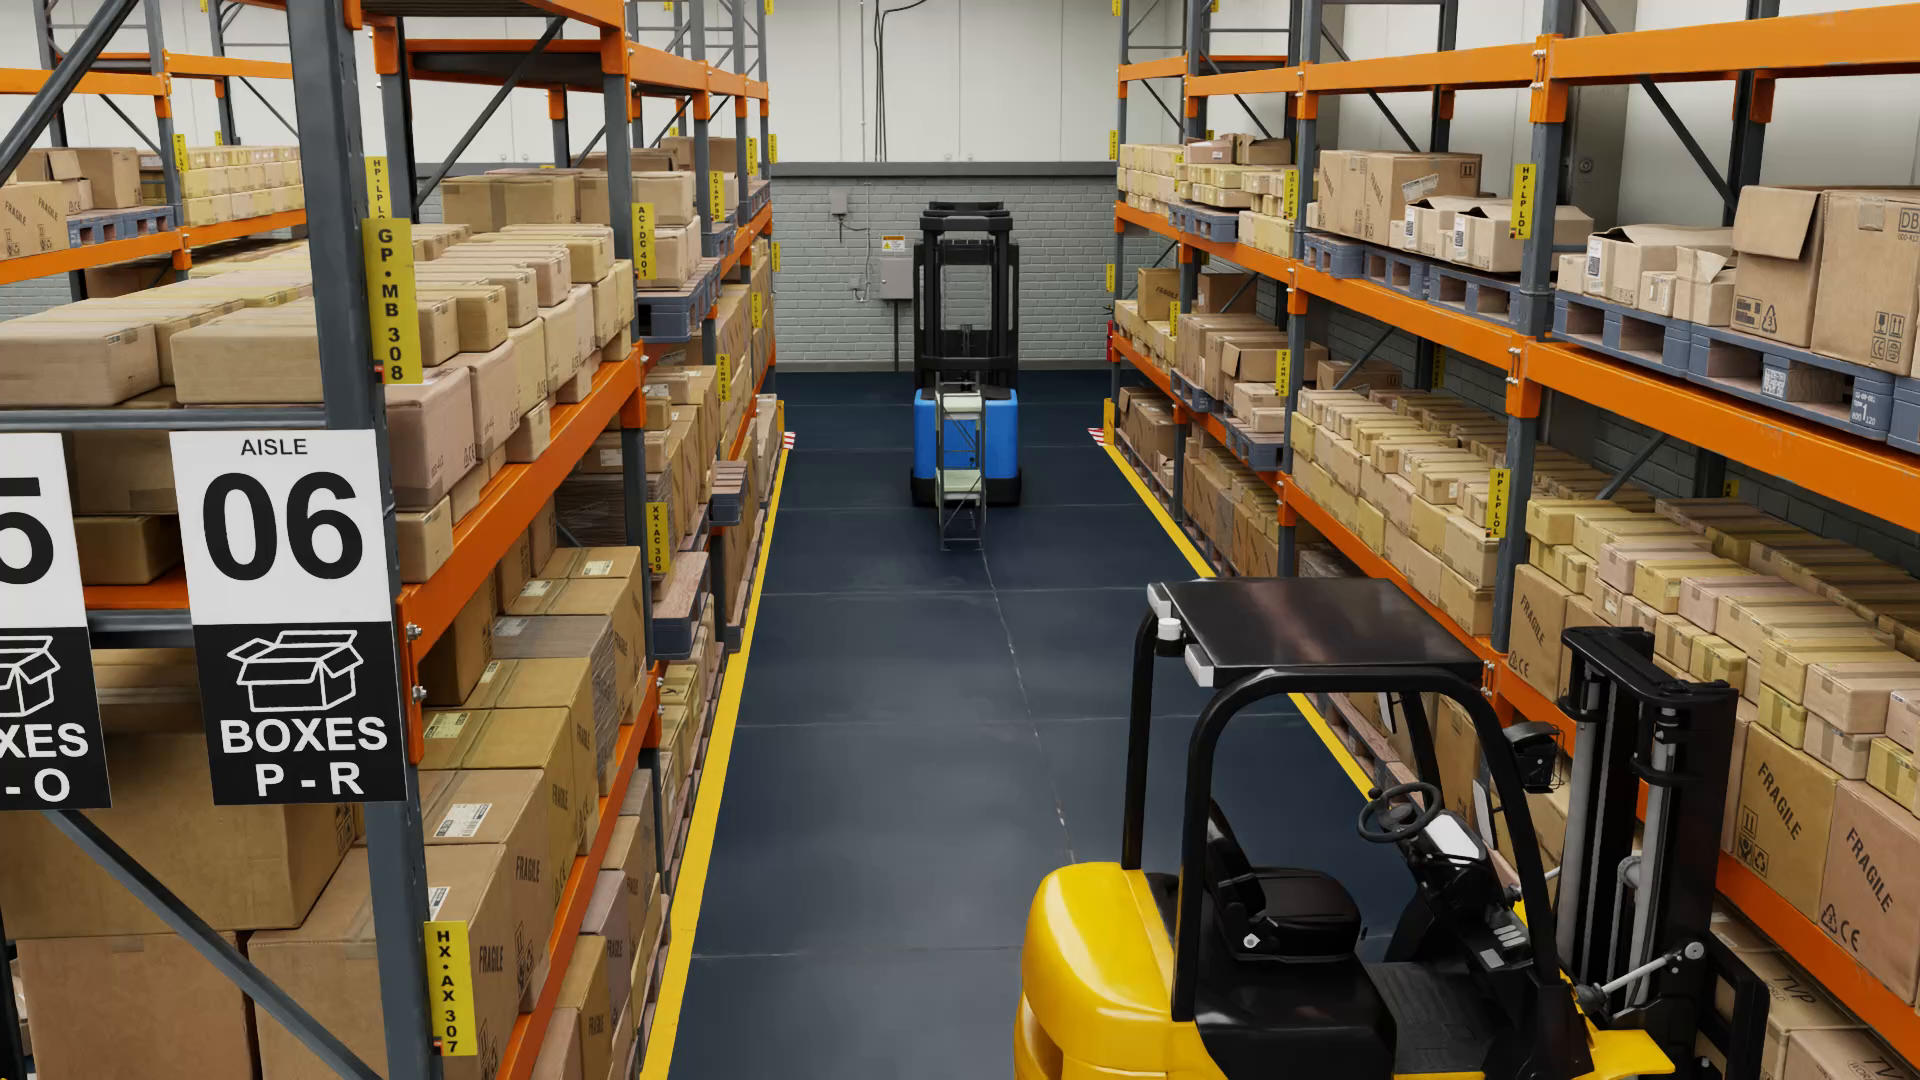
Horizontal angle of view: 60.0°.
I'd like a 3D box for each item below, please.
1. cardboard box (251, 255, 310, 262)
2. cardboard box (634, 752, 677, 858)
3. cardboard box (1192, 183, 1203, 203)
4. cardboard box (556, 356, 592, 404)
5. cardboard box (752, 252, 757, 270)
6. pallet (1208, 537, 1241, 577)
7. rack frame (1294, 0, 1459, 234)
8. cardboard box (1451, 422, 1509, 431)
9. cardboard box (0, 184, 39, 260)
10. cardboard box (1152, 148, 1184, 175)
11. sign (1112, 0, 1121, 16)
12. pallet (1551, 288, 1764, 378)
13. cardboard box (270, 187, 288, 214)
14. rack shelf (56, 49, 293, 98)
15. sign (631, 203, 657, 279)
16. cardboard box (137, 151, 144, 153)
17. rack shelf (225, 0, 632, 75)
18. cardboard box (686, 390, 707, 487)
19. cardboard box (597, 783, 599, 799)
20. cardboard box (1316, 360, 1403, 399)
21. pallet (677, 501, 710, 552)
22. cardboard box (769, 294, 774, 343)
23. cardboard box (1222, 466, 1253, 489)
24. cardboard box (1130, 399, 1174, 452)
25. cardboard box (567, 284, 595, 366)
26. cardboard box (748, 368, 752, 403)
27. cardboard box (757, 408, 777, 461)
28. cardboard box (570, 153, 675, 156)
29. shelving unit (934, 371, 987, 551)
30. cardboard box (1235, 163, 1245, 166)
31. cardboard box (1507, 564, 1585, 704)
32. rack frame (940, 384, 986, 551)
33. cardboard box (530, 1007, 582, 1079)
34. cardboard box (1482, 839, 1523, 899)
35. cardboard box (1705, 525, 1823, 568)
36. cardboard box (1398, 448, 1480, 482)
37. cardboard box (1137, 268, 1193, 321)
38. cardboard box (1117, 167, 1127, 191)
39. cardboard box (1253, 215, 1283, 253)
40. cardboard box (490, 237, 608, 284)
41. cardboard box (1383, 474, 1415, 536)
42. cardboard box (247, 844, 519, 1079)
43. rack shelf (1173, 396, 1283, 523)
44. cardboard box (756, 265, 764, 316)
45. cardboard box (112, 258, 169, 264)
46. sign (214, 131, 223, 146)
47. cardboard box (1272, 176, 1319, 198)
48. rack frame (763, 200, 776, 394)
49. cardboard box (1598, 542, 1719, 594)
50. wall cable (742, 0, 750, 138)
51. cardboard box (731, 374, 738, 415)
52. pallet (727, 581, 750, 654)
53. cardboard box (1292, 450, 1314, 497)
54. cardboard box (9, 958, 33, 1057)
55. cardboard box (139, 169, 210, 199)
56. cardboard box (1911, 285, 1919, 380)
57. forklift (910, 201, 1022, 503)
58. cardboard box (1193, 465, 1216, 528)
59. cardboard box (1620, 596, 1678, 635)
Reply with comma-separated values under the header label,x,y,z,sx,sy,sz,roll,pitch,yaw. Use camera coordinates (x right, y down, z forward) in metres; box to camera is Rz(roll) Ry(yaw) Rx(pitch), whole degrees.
label,x,y,z,sx,sy,sz,roll,pitch,yaw
cardboard box,-2.040,-0.828,5.333,0.380,0.149,0.250,-1,14,-2
cardboard box,-1.947,1.359,8.379,0.950,0.372,0.625,-1,14,-3
cardboard box,2.193,-2.959,14.170,0.380,0.149,0.250,-1,14,-3
cardboard box,-1.539,-0.581,5.972,0.380,0.149,0.250,0,14,-2
cardboard box,-2.200,-2.754,16.426,0.380,0.149,0.250,-1,14,-5
pallet,2.713,0.209,14.012,1.003,0.211,1.213,-1,14,-3
rack frame,2.794,-3.557,11.017,1.000,3.000,0.127,-1,14,-3
cardboard box,3.221,-0.621,10.142,0.380,0.149,0.250,-1,14,-4
cardboard box,-6.902,-2.244,11.733,0.500,0.500,0.500,-1,14,-3
cardboard box,2.211,-3.787,16.630,0.500,0.250,0.500,-1,14,-2
sign,1.757,-6.029,18.591,0.100,0.325,0.005,-1,14,-3
pallet,3.120,-0.855,6.713,1.003,0.211,1.213,-1,14,-3
cardboard box,-7.241,-3.483,17.049,0.500,0.250,0.500,0,14,-1
rack shelf,-7.466,-4.521,16.211,1.077,0.370,4.000,-1,14,-3
sign,-1.371,-1.293,7.199,0.100,0.325,0.005,-1,14,-3
cardboard box,-7.718,-3.482,15.242,0.380,0.149,0.250,-1,14,-4
rack shelf,-1.788,-1.638,5.006,1.077,0.370,4.000,-1,14,-3
cardboard box,-1.779,-0.608,9.952,0.500,0.500,0.500,-2,15,-7
cardboard box,-1.536,0.934,6.105,0.380,0.149,0.250,-1,14,-4
cardboard box,2.918,-1.034,12.207,0.500,0.500,0.500,0,14,-1
pallet,-1.997,0.010,9.576,1.003,0.211,1.213,-1,14,-3
cardboard box,-2.362,-2.497,18.733,0.500,0.500,0.500,-1,14,-3
cardboard box,2.446,-0.537,14.188,0.380,0.149,0.250,0,14,-1
cardboard box,2.256,-1.268,18.331,0.700,0.500,0.500,0,14,-1
cardboard box,-1.567,-0.746,5.812,0.500,0.250,0.500,-1,14,-4
cardboard box,-2.128,-1.389,14.930,0.500,0.250,0.500,-1,14,-5
cardboard box,-2.450,-1.137,17.947,0.875,0.438,0.875,0,14,-2
cardboard box,-2.411,-2.522,11.970,0.700,0.500,0.500,-2,15,-6
shelving unit,0.000,-0.725,15.057,0.431,1.500,0.755,-1,14,-3
cardboard box,2.681,-3.301,14.904,0.380,0.149,0.250,-1,14,-4
cardboard box,2.809,0.409,7.441,0.500,0.500,0.500,-1,14,-5
rack frame,0.023,-0.634,14.703,0.400,1.500,0.023,-1,14,-3
cardboard box,-1.477,1.839,5.252,0.500,0.500,0.500,-1,14,-6
cardboard box,2.741,1.596,7.701,0.500,0.250,0.500,-1,14,-3
cardboard box,3.367,0.040,6.977,0.380,0.149,0.250,-1,14,-4
cardboard box,2.690,-0.419,9.355,0.380,0.149,0.250,-1,14,-3
cardboard box,2.151,-2.586,17.481,0.500,0.500,0.500,-1,14,-2
cardboard box,2.053,-4.051,18.660,0.500,0.250,0.500,-1,14,-4
cardboard box,2.488,-2.281,12.377,0.500,0.250,0.500,-1,14,-3
cardboard box,-1.508,-1.029,6.115,0.380,0.149,0.250,0,14,-2
cardboard box,2.691,-0.200,9.305,0.500,0.250,0.500,-1,14,-2
cardboard box,-1.417,1.101,4.155,0.500,0.500,0.500,-1,14,-4
rack shelf,2.670,-0.801,13.787,1.077,0.370,4.000,-1,14,-3
cardboard box,-2.241,-2.477,16.652,0.500,0.500,0.500,-1,14,-2
cardboard box,-7.679,-2.386,15.698,0.500,0.500,0.500,-1,14,-5
sign,-8.132,-4.330,18.286,0.100,0.325,0.005,-1,14,-3
cardboard box,2.499,-2.583,12.152,0.380,0.149,0.250,-1,14,-5
rack frame,-2.656,-2.564,19.196,1.000,3.000,0.127,-1,14,-3
cardboard box,2.810,0.113,6.694,0.380,0.149,0.250,-1,14,-2
wall cable,-3.289,-6.880,23.930,0.463,3.000,0.029,-1,14,-3
cardboard box,-1.994,-1.127,12.906,0.500,0.250,0.500,-1,14,-4
pallet,-2.134,0.579,12.577,1.003,0.211,1.213,-1,14,-3
cardboard box,2.577,-0.465,11.340,0.500,0.250,0.500,-1,14,-3
cardboard box,-4.004,1.980,7.021,0.258,0.266,0.396,-13,20,-42
cardboard box,-7.132,-3.213,14.997,0.500,0.250,0.500,0,14,-2
cardboard box,2.919,-0.566,4.638,0.396,0.266,0.258,-1,14,-3
forklift,0.066,-2.100,17.530,1.130,2.935,3.031,0,14,0
cardboard box,2.394,-0.384,14.895,0.500,0.500,0.500,-1,14,-4
cardboard box,2.817,0.320,6.484,0.380,0.149,0.250,-1,14,-4
